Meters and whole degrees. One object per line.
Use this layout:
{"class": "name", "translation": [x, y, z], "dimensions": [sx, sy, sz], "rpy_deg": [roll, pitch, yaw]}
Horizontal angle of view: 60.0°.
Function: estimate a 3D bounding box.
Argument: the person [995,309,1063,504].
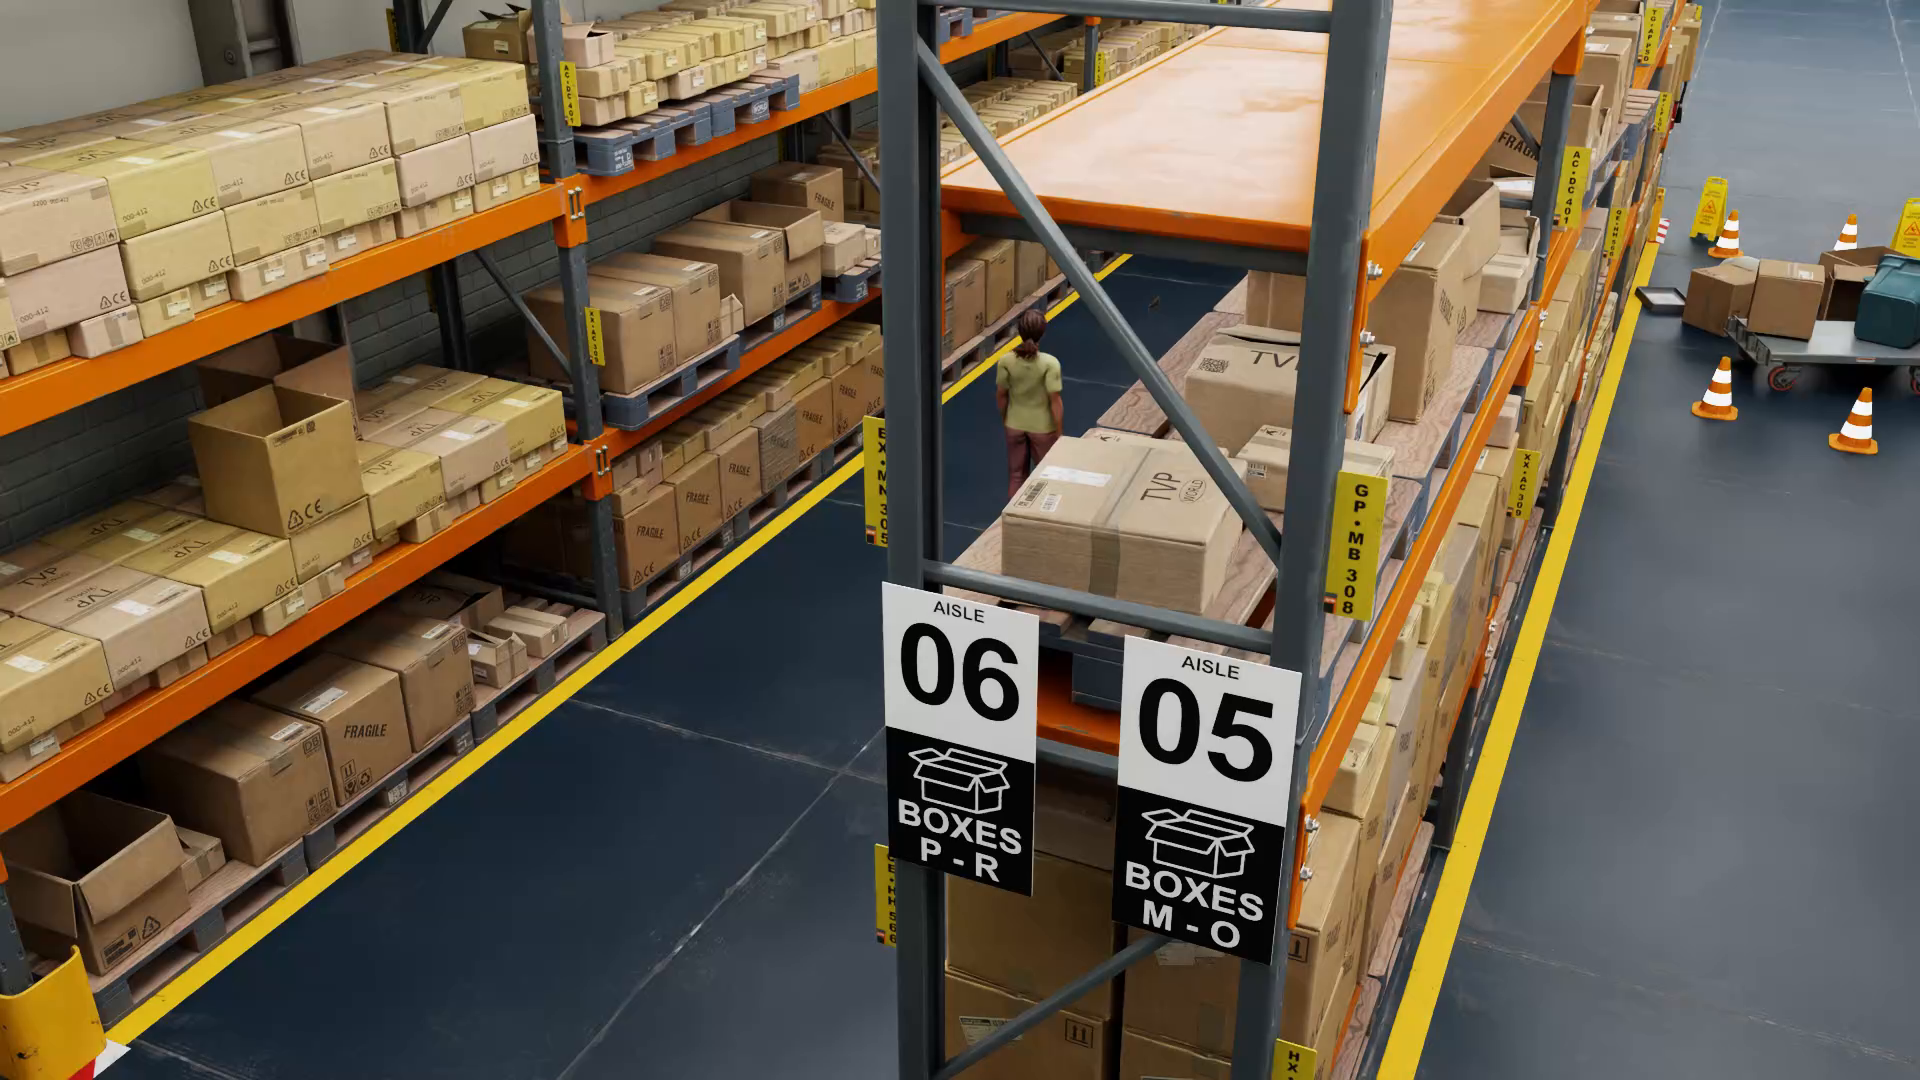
{"class": "person", "translation": [0.468, -0.589, 10.858], "dimensions": [0.461, 1.427, 0.439], "rpy_deg": [9, 28, 18]}
